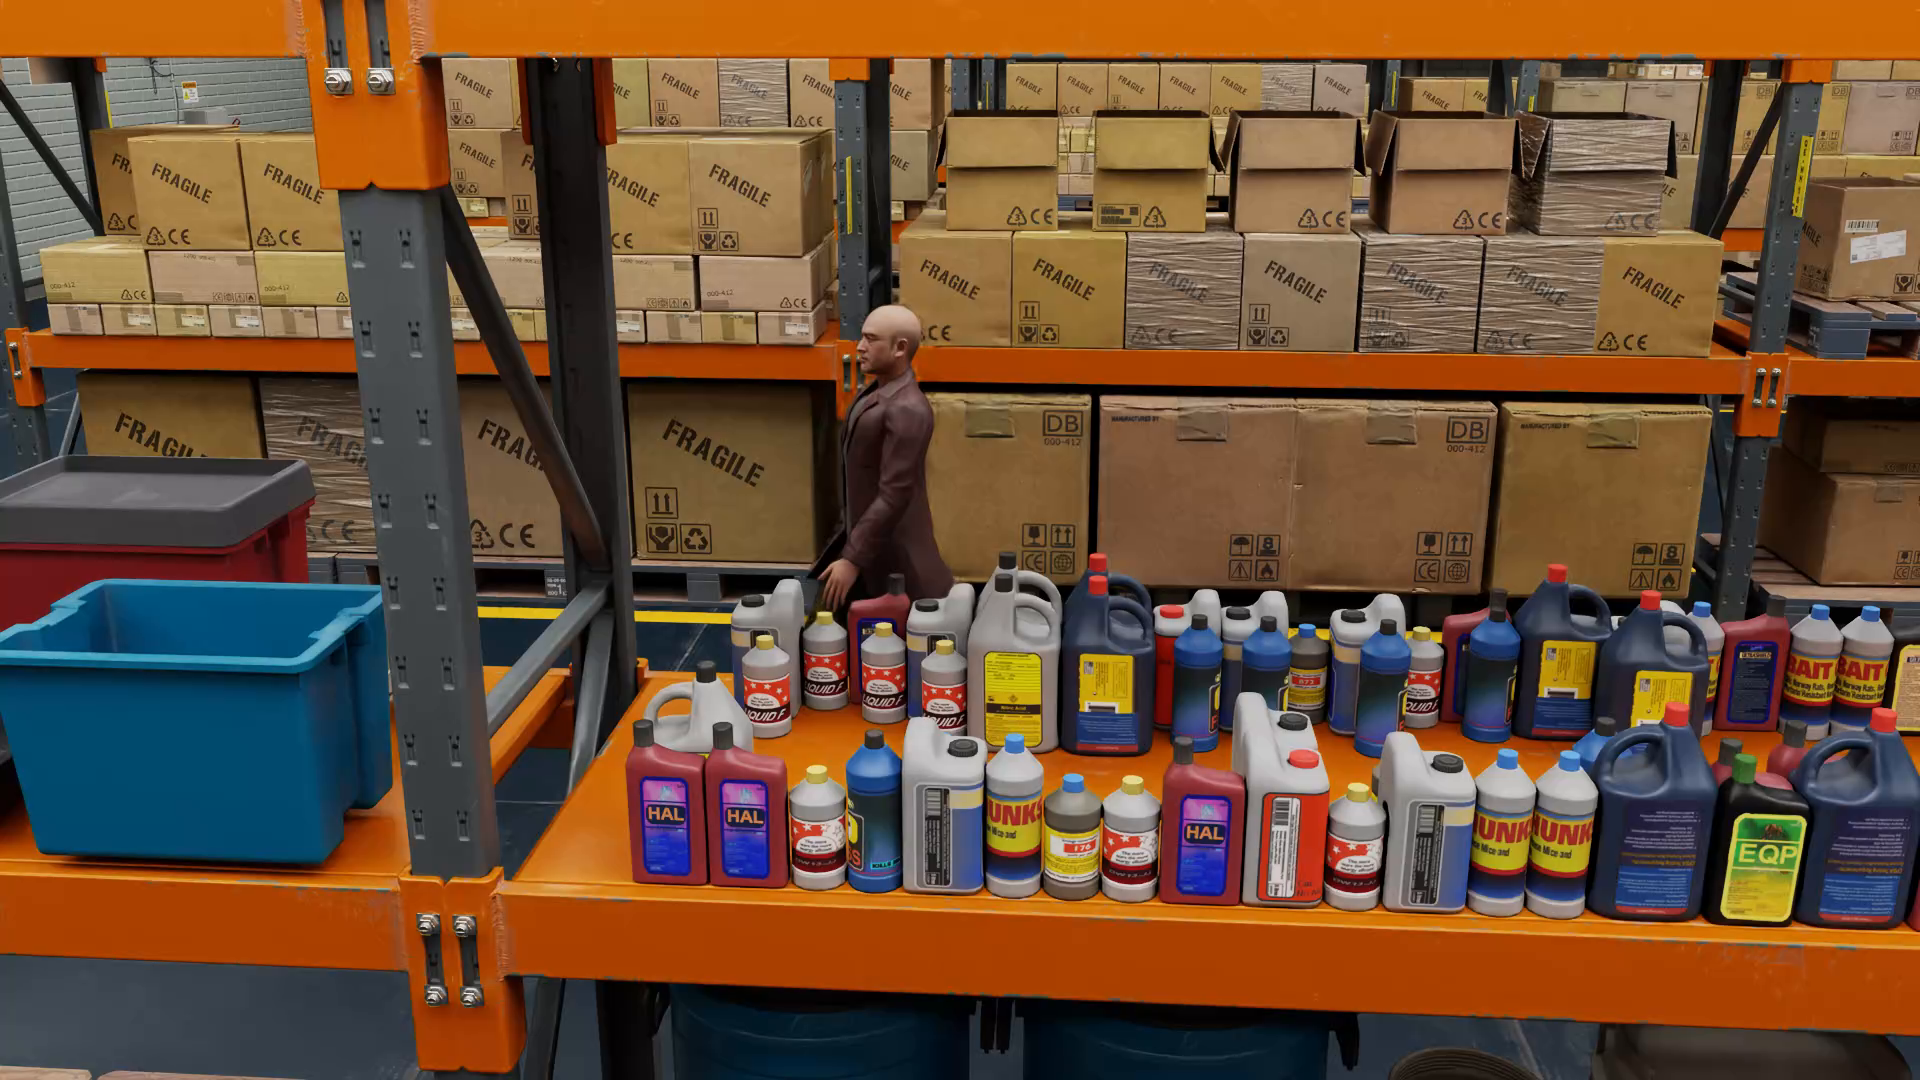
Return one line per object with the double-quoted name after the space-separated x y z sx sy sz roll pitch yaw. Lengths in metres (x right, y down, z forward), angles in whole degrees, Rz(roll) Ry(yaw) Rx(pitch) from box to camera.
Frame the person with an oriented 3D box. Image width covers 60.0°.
-0.352 0.029 5.932 1.106 1.723 0.615 -6 18 -18 "person"
